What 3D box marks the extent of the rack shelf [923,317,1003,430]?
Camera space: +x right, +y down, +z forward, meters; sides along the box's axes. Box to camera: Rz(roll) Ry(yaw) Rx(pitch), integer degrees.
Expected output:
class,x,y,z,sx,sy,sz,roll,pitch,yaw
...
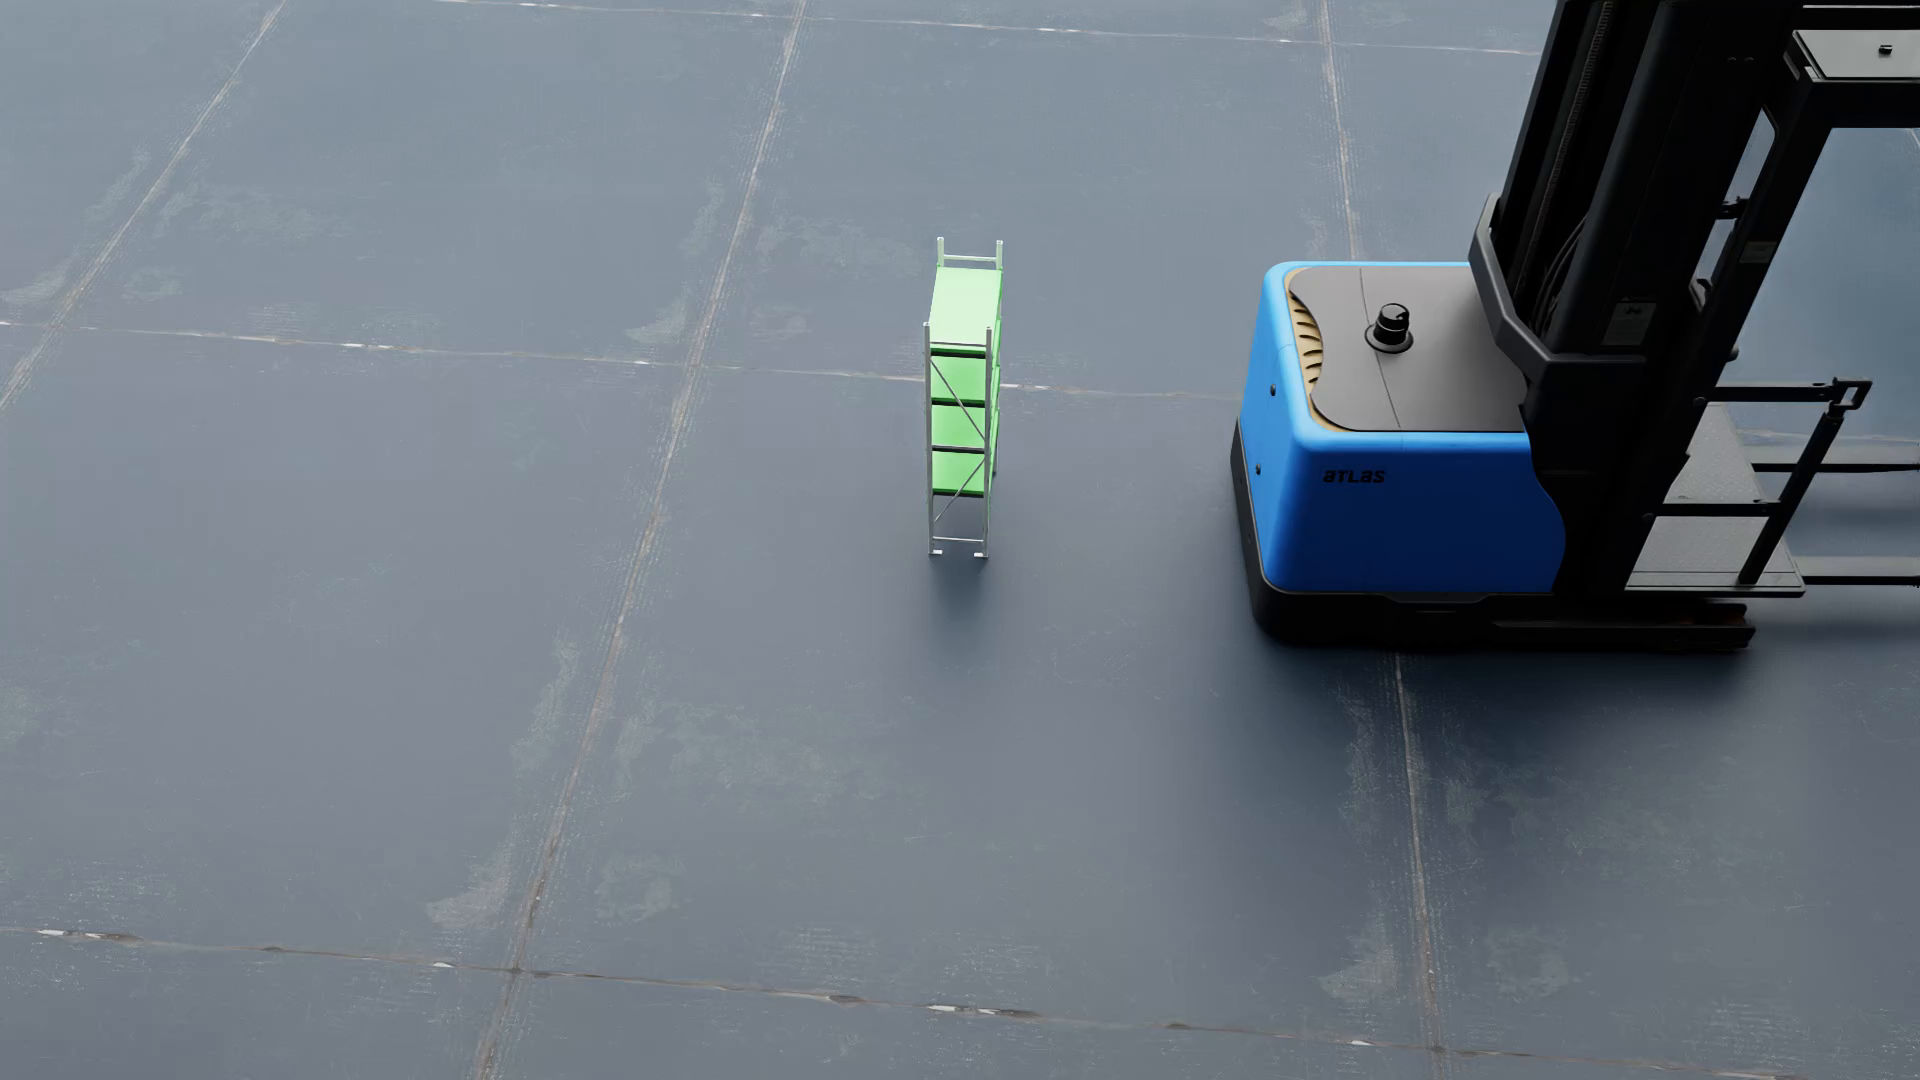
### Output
class,x,y,z,sx,sy,sz,roll,pitch,yaw
rack shelf,0.015,-0.645,6.314,0.258,0.148,0.480,4,48,4

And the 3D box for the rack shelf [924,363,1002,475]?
class,x,y,z,sx,sy,sz,roll,pitch,yaw
rack shelf,0.015,-0.483,6.492,0.258,0.148,0.480,4,48,4

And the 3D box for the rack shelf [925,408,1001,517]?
class,x,y,z,sx,sy,sz,roll,pitch,yaw
rack shelf,0.015,-0.321,6.669,0.258,0.148,0.480,4,48,4

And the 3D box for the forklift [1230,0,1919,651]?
class,x,y,z,sx,sy,sz,roll,pitch,yaw
forklift,2.647,-0.960,5.668,3.031,2.935,1.130,0,48,0

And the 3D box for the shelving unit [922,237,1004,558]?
class,x,y,z,sx,sy,sz,roll,pitch,yaw
shelving unit,0.015,-0.527,6.444,0.258,1.200,0.503,4,48,4

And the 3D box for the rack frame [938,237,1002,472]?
class,x,y,z,sx,sy,sz,roll,pitch,yaw
rack frame,0.037,-0.706,6.608,0.240,1.200,0.015,4,48,4

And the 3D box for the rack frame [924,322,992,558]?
class,x,y,z,sx,sy,sz,roll,pitch,yaw
rack frame,-0.007,-0.347,6.280,0.240,1.200,0.015,4,48,4

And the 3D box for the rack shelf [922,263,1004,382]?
class,x,y,z,sx,sy,sz,roll,pitch,yaw
rack shelf,0.015,-0.807,6.137,0.258,0.148,0.480,4,48,4
